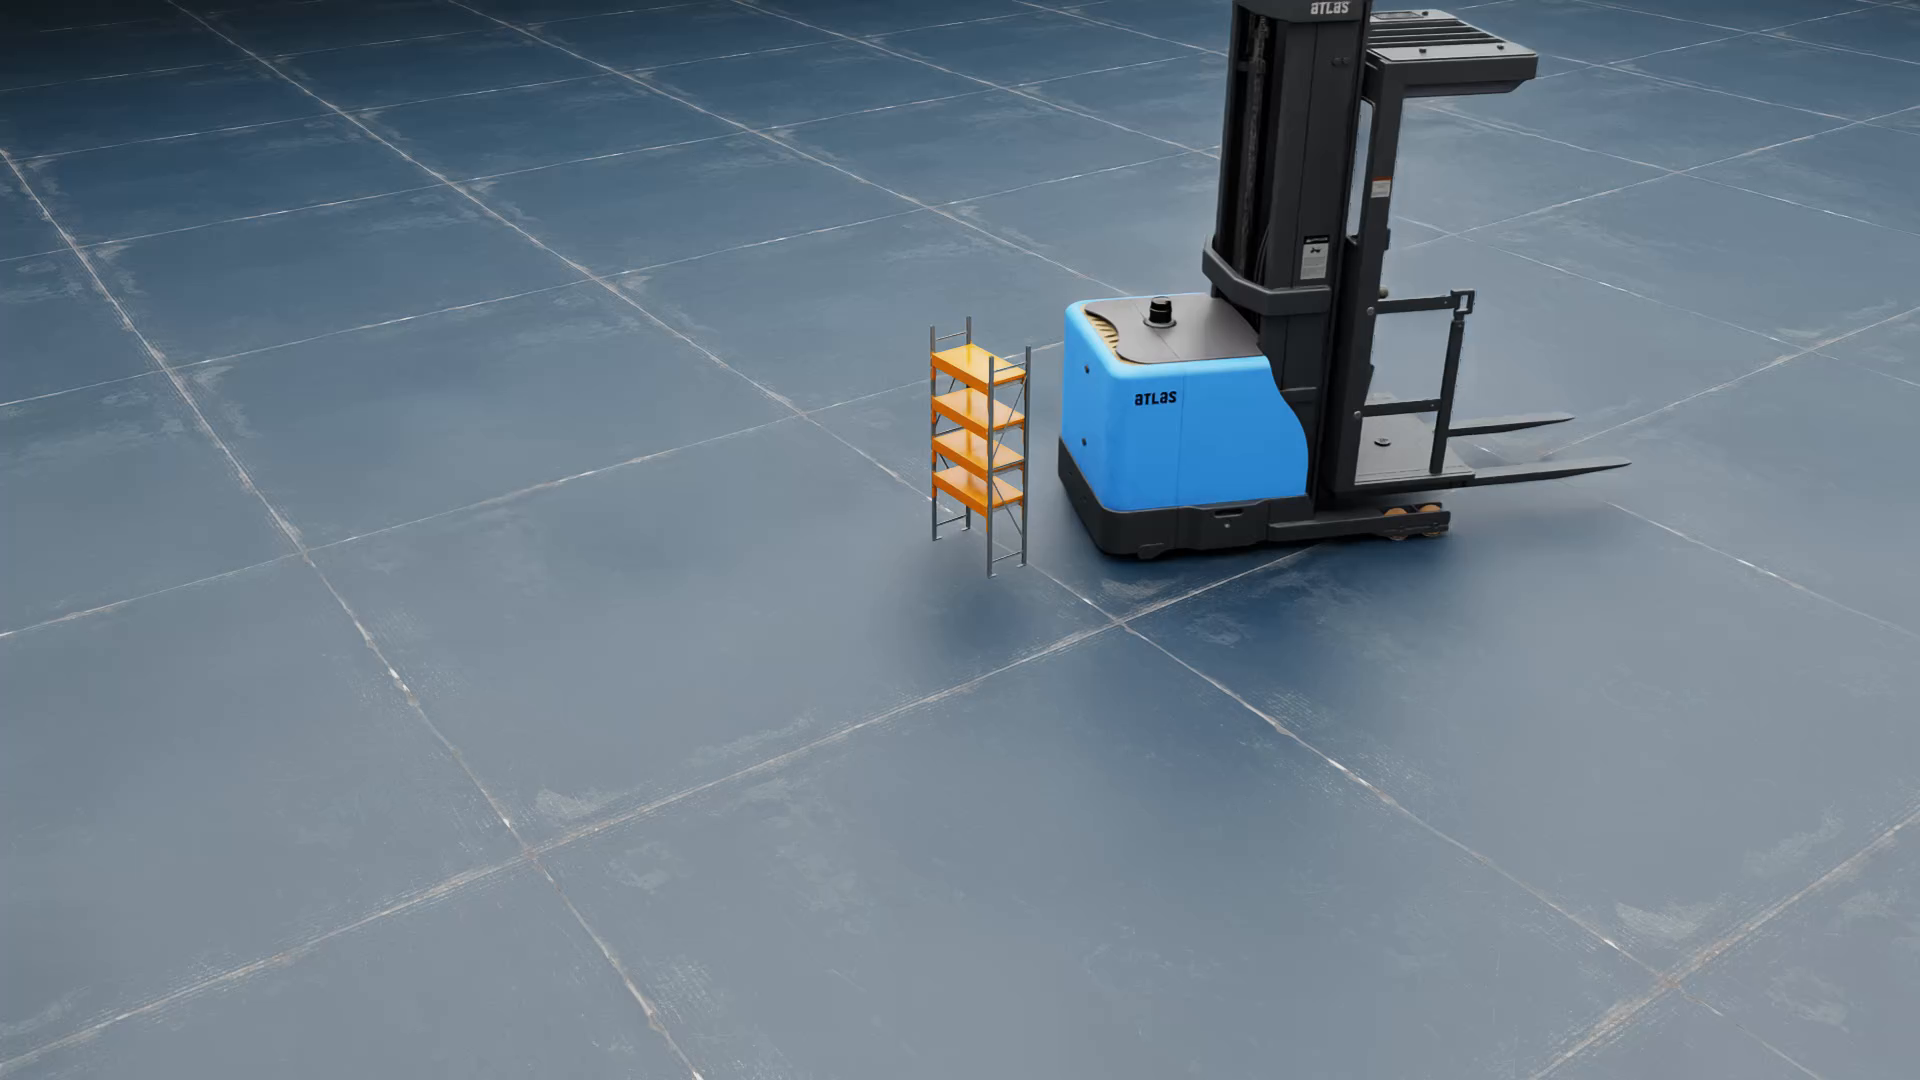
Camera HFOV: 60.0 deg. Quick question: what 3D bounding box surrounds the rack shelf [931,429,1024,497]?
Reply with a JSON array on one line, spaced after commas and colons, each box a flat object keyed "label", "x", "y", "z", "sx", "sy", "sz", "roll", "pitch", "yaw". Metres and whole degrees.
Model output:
[{"label": "rack shelf", "x": 0.096, "y": -0.404, "z": 8.377, "sx": 0.258, "sy": 0.148, "sz": 0.480, "roll": -19, "pitch": 34, "yaw": -31}]

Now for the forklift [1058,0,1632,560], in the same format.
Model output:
[{"label": "forklift", "x": 2.114, "y": -1.528, "z": 8.492, "sx": 3.031, "sy": 2.935, "sz": 1.130, "roll": -5, "pitch": 29, "yaw": -10}]

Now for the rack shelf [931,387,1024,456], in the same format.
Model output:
[{"label": "rack shelf", "x": 0.096, "y": -0.600, "z": 8.271, "sx": 0.258, "sy": 0.148, "sz": 0.480, "roll": -19, "pitch": 34, "yaw": -31}]

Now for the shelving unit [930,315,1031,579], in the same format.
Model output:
[{"label": "shelving unit", "x": 0.096, "y": -0.463, "z": 8.345, "sx": 0.258, "sy": 1.200, "sz": 0.503, "roll": -19, "pitch": 34, "yaw": -31}]

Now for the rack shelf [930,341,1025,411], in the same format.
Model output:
[{"label": "rack shelf", "x": 0.096, "y": -0.808, "z": 8.158, "sx": 0.258, "sy": 0.148, "sz": 0.480, "roll": -19, "pitch": 34, "yaw": -31}]

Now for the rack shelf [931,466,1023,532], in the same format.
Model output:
[{"label": "rack shelf", "x": 0.096, "y": -0.229, "z": 8.472, "sx": 0.258, "sy": 0.148, "sz": 0.480, "roll": -19, "pitch": 34, "yaw": -31}]

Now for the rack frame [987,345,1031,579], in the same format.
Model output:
[{"label": "rack frame", "x": 0.238, "y": -0.368, "z": 8.170, "sx": 0.240, "sy": 1.200, "sz": 0.015, "roll": -19, "pitch": 34, "yaw": -31}]

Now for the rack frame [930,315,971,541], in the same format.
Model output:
[{"label": "rack frame", "x": -0.046, "y": -0.558, "z": 8.520, "sx": 0.240, "sy": 1.200, "sz": 0.015, "roll": -19, "pitch": 34, "yaw": -31}]
